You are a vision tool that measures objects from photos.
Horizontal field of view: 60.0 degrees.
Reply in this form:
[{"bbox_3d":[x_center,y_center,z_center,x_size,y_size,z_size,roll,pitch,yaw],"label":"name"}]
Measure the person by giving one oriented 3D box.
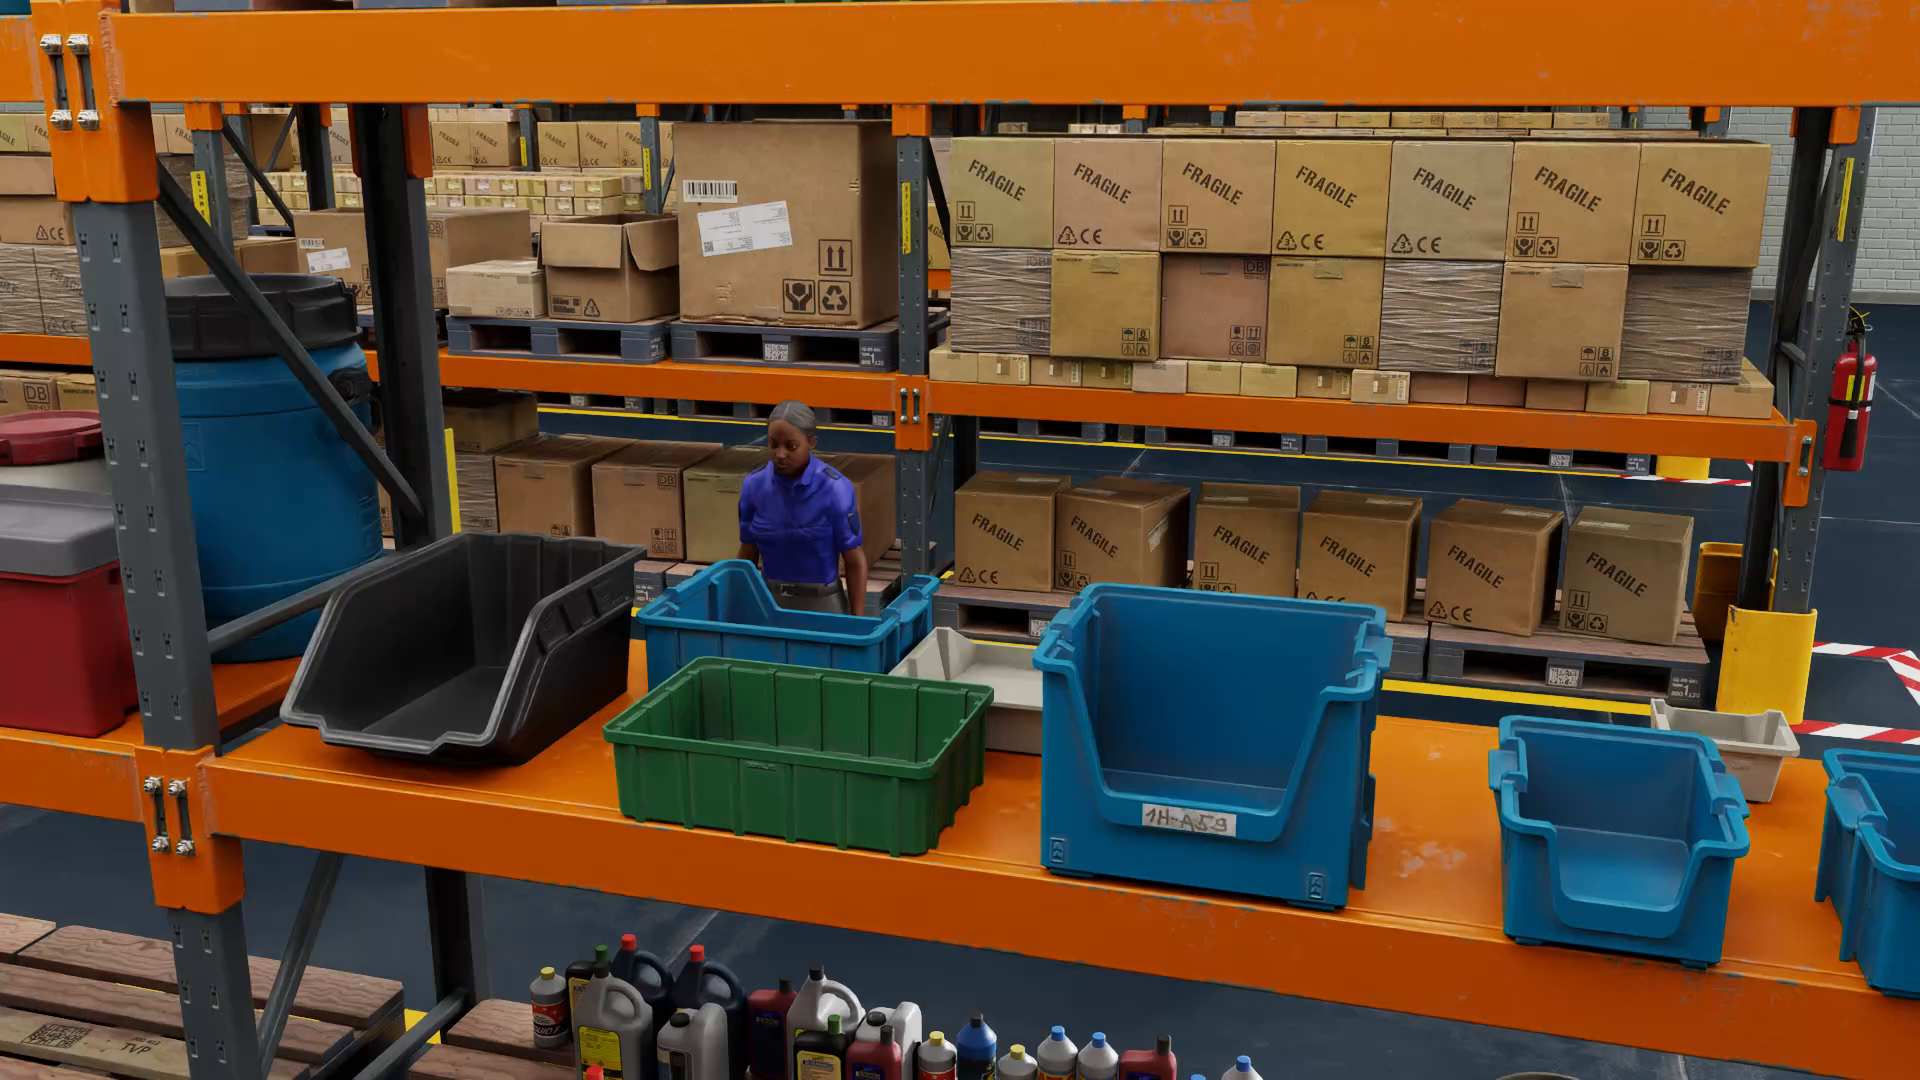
[{"bbox_3d":[-0.586,0.308,5.890,0.511,1.654,0.392,4,16,16],"label":"person"}]
